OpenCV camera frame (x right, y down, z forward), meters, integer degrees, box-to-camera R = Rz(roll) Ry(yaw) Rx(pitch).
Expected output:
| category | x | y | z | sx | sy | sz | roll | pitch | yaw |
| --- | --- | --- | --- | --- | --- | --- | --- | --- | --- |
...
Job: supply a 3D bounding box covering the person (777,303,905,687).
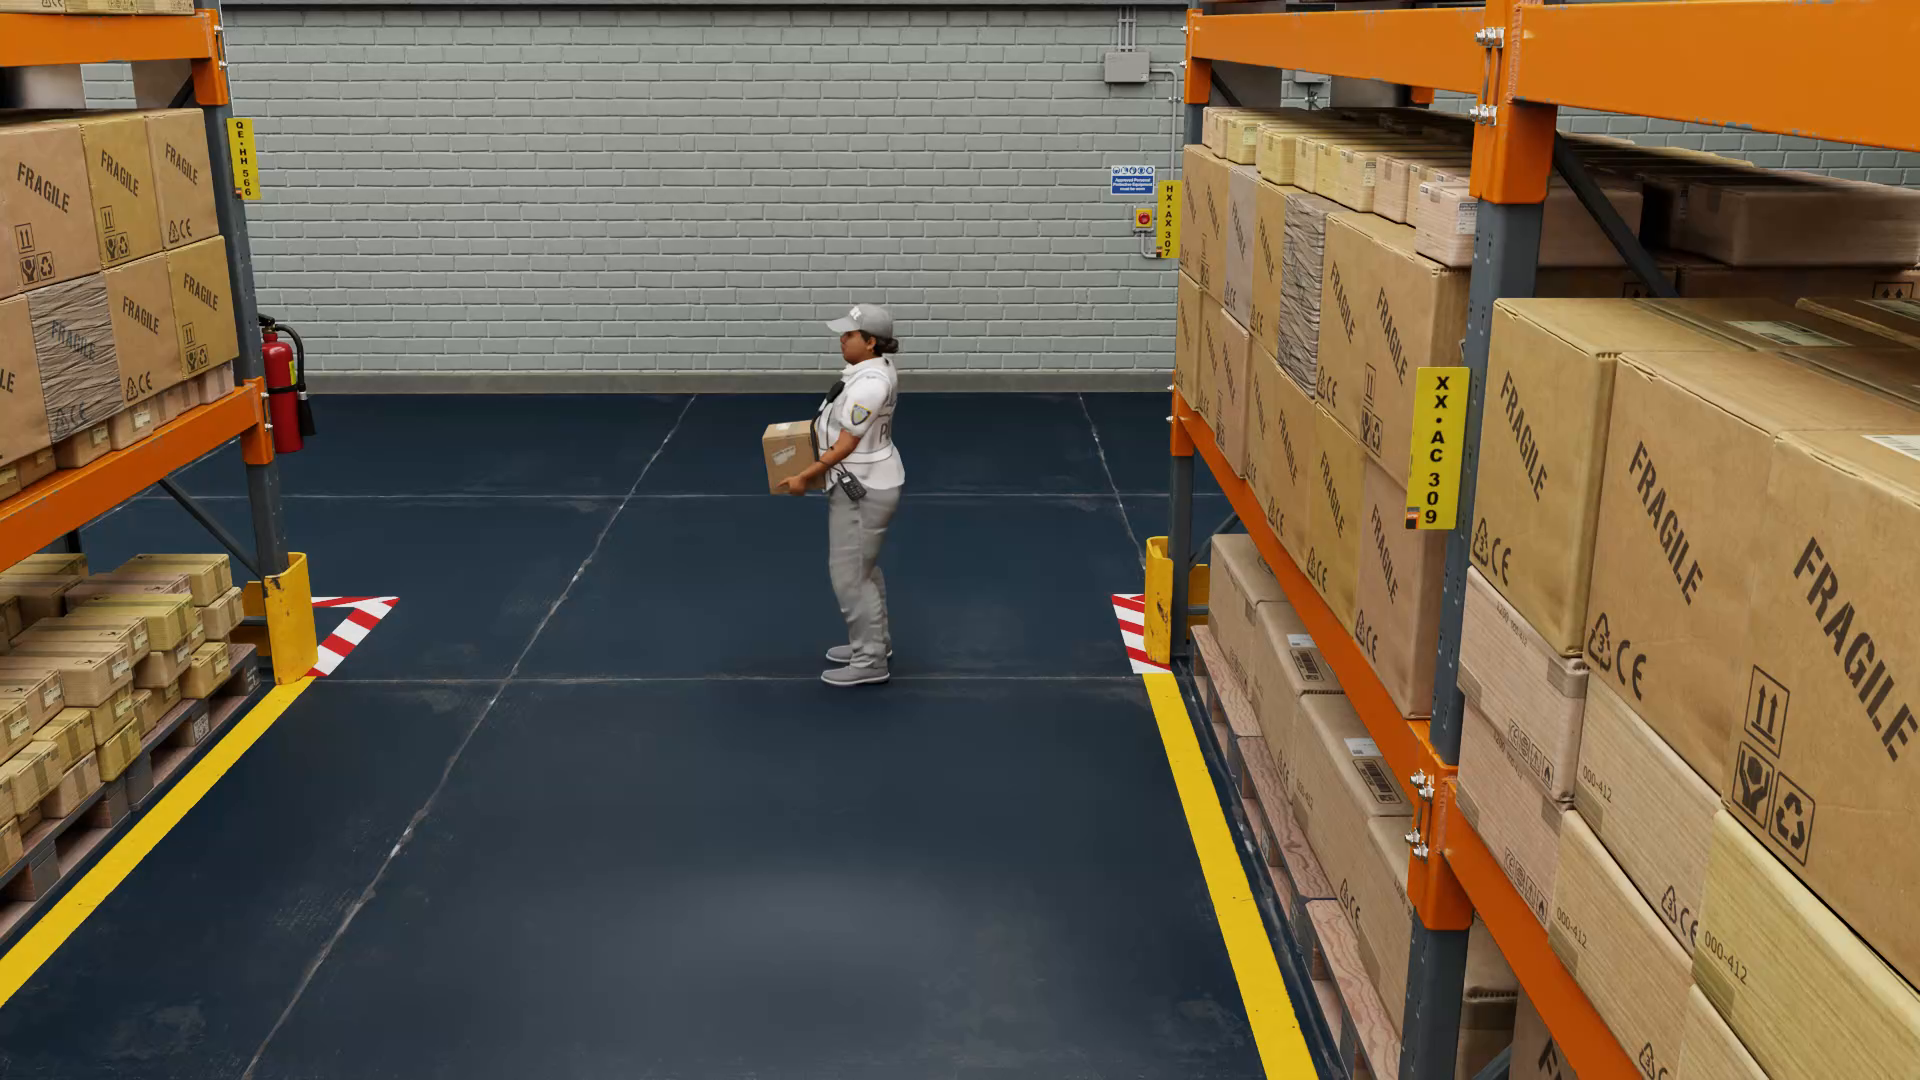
| category | x | y | z | sx | sy | sz | roll | pitch | yaw |
| --- | --- | --- | --- | --- | --- | --- | --- | --- | --- |
| person | -0.508 | -0.202 | 7.213 | 0.541 | 1.656 | 0.453 | 0 | 17 | 0 |
